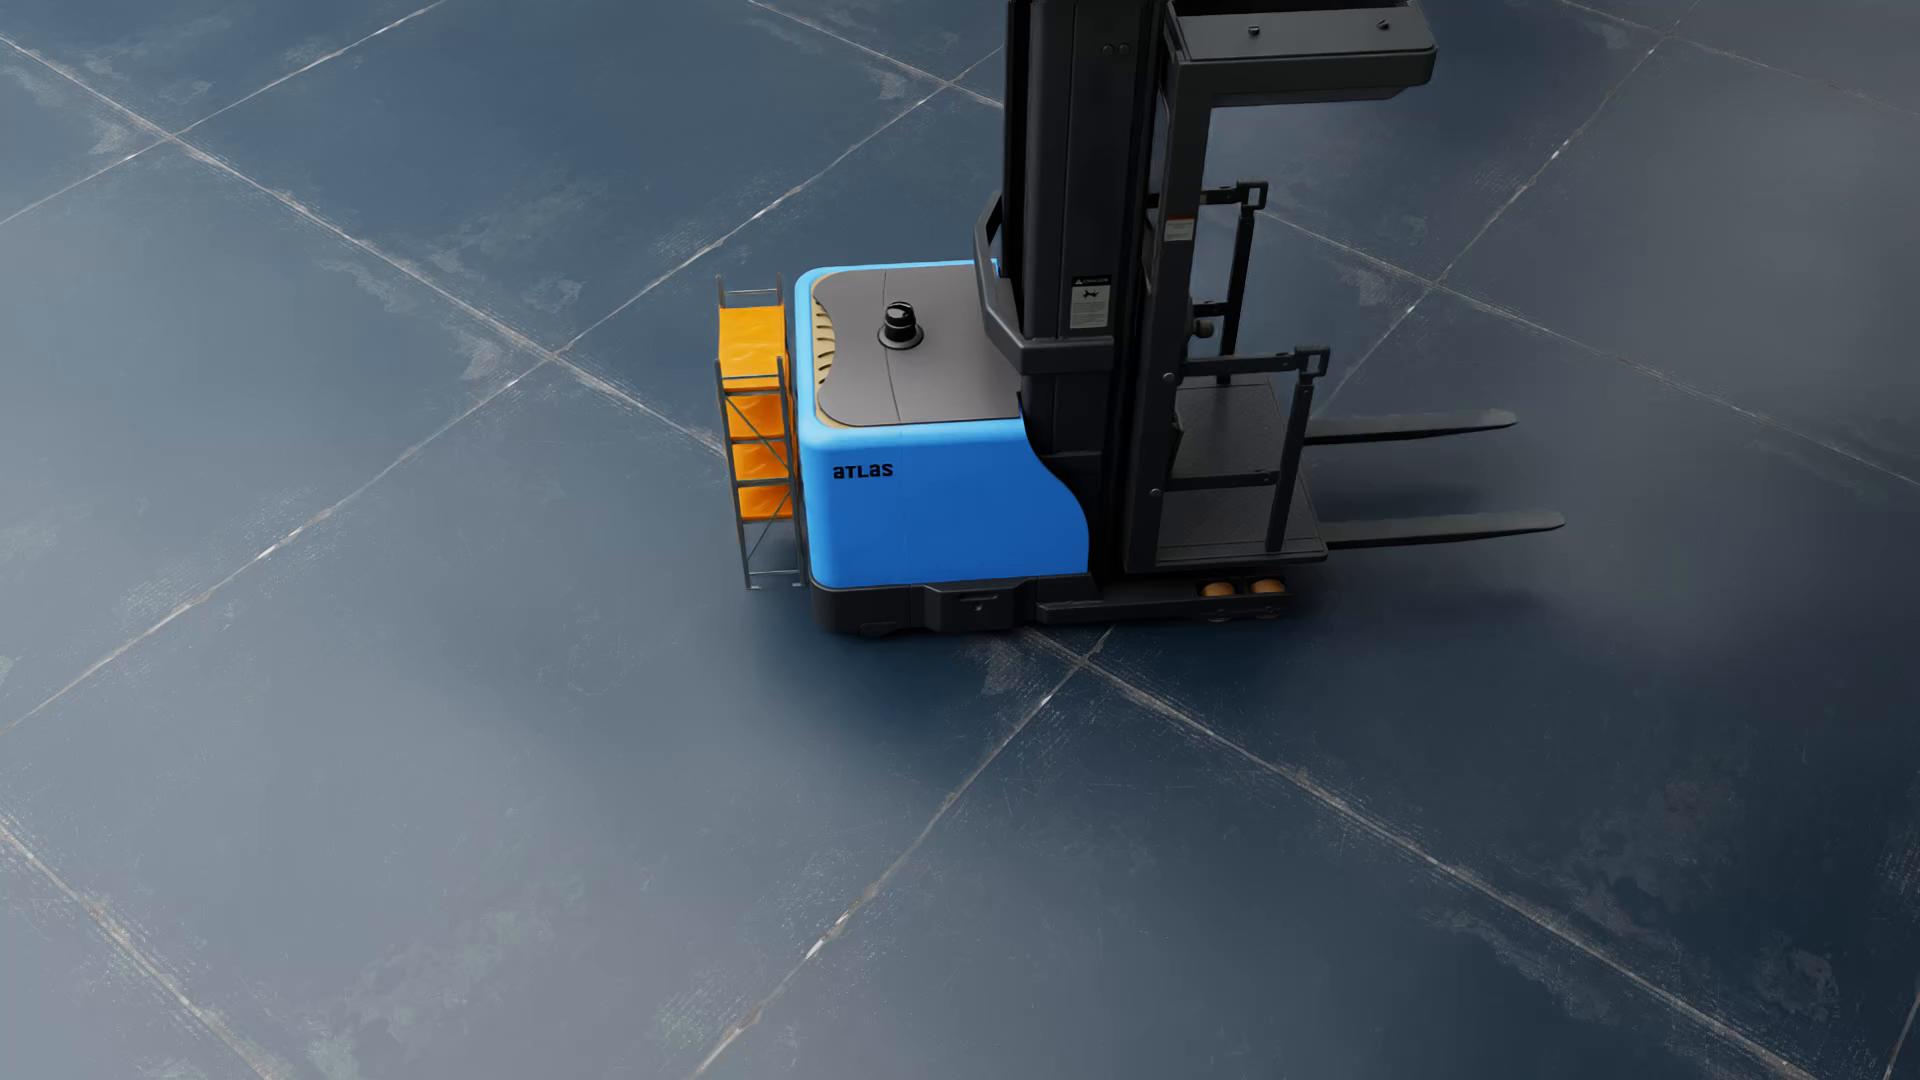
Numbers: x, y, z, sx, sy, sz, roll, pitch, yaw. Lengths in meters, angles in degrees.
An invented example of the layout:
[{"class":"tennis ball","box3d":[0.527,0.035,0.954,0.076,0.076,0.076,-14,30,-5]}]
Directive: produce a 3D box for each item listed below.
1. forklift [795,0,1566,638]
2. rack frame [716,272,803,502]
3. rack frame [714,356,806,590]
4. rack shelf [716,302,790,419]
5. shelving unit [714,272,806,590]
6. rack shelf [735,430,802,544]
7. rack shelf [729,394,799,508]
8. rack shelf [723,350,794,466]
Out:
[{"class":"forklift","box3d":[0.894,-1.068,5.908,3.031,2.935,1.130,-4,46,-3]},{"class":"rack frame","box3d":[-0.788,-0.576,6.635,0.240,1.200,0.015,-4,46,-3]},{"class":"rack frame","box3d":[-0.746,-0.224,6.299,0.240,1.200,0.015,-4,46,-3]},{"class":"rack shelf","box3d":[-0.768,-0.671,6.183,0.258,0.148,0.480,-4,46,-3]},{"class":"shelving unit","box3d":[-0.767,-0.400,6.467,0.258,1.200,0.503,-4,46,-3]},{"class":"rack shelf","box3d":[-0.767,-0.216,6.659,0.258,0.148,0.480,-4,46,-3]},{"class":"rack shelf","box3d":[-0.767,-0.354,6.515,0.258,0.148,0.480,-4,46,-3]},{"class":"rack shelf","box3d":[-0.768,-0.508,6.354,0.258,0.148,0.480,-4,46,-3]}]
